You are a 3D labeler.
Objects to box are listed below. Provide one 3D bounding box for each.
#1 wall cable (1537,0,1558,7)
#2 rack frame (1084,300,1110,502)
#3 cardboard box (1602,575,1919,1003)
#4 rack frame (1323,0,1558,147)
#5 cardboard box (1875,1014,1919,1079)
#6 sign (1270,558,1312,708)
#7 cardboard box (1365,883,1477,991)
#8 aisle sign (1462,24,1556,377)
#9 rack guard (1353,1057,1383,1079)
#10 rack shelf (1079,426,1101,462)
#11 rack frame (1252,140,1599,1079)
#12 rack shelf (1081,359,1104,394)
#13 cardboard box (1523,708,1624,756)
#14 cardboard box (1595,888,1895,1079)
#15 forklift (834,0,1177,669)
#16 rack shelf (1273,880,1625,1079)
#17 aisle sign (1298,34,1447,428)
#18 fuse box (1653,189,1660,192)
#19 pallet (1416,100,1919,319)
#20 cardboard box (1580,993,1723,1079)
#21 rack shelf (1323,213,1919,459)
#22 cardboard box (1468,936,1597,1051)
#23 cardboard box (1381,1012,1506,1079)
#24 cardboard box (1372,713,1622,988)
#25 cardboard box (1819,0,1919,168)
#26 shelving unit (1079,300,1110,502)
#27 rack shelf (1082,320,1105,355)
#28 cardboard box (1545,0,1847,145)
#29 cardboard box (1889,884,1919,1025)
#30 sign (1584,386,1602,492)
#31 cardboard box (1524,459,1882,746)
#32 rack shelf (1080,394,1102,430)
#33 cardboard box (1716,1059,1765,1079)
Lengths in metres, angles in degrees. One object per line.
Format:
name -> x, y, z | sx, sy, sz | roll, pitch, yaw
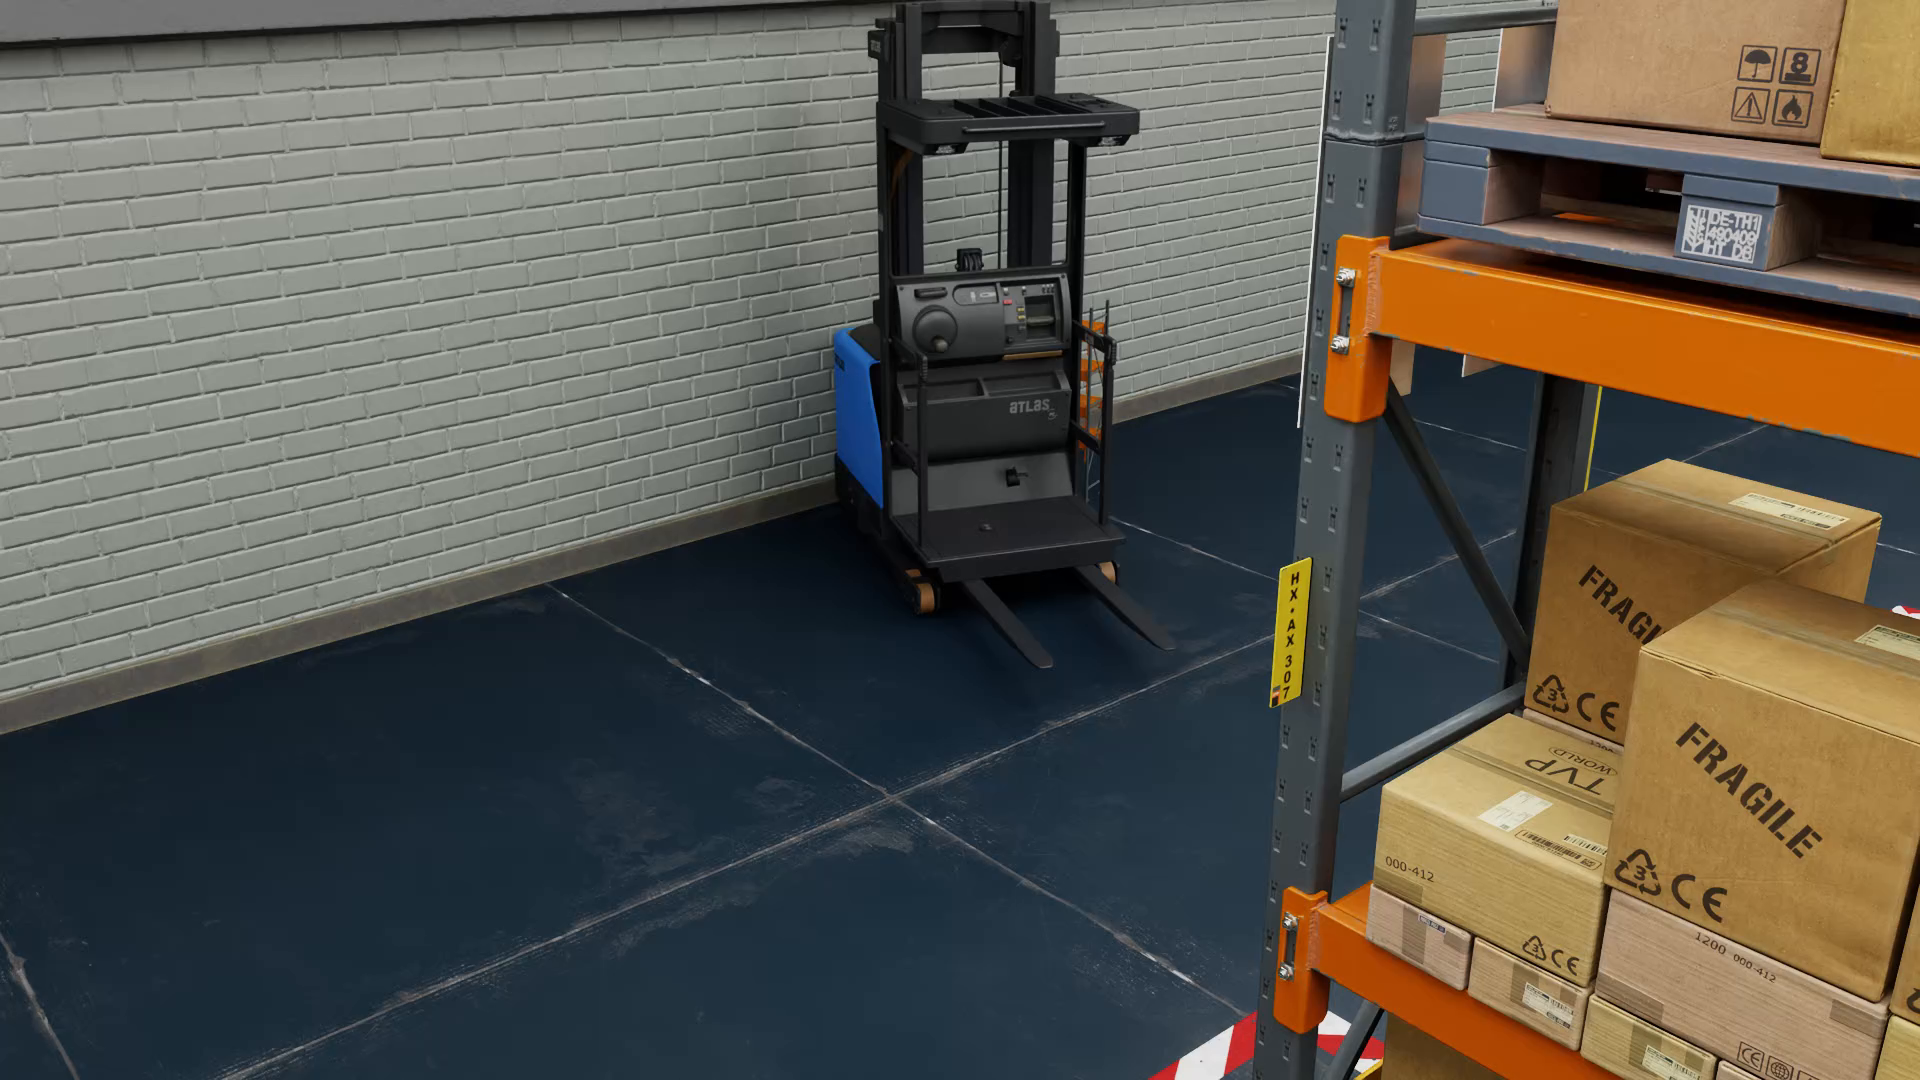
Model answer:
wall cable -> 4.942, -3.889, 13.865 | 0.585, 1.953, 0.123 | -17, 27, -37
rack frame -> 0.816, -0.821, 9.935 | 0.015, 1.200, 0.240 | 12, 24, 28
cardboard box -> 1.568, 0.427, 3.050 | 0.500, 0.500, 0.500 | -18, 28, -39
rack frame -> 1.133, -2.283, 2.975 | 1.000, 3.000, 0.127 | -17, 27, -37
cardboard box -> 1.911, 0.920, 2.820 | 0.500, 0.250, 0.500 | -19, 28, -39
sign -> 0.708, 0.200, 3.564 | 0.100, 0.325, 0.005 | -17, 27, -37
cardboard box -> 1.114, 0.804, 3.664 | 0.380, 0.149, 0.250 | -17, 27, -37
aisle sign -> 1.313, -0.792, 3.828 | 0.394, 0.787, 0.004 | -17, 27, -37
rack guard -> 1.117, 1.667, 4.542 | 1.175, 0.500, 0.348 | -17, 27, -37
rack shelf -> 0.605, -0.618, 10.146 | 0.480, 0.148, 0.258 | 12, 24, 28
rack frame -> 1.133, 0.510, 4.069 | 1.000, 3.000, 0.127 | -17, 27, -37
rack shelf -> 0.605, -1.011, 9.992 | 0.480, 0.148, 0.258 | 12, 24, 28
cardboard box -> 1.650, 0.512, 3.862 | 0.500, 0.250, 0.500 | -18, 28, -38
cardboard box -> 1.586, 0.780, 3.177 | 0.500, 0.250, 0.500 | -18, 28, -38
forklift -> 0.198, -1.147, 8.395 | 1.130, 2.935, 3.031 | -7, 22, -17
rack shelf -> 2.438, 1.397, 2.789 | 1.077, 0.370, 4.000 | -17, 27, -37
aisle sign -> 0.858, -0.649, 3.463 | 0.394, 0.787, 0.004 | -17, 27, -37
fuse box -> 6.628, -3.261, 15.464 | 0.539, 1.711, 0.414 | -17, 27, -37
pallet -> 1.625, -0.643, 3.021 | 1.003, 0.211, 1.213 | -17, 27, -37
cardboard box -> 1.450, 0.945, 3.303 | 0.380, 0.149, 0.250 | -18, 28, -39
rack shelf -> 2.438, 0.001, 2.242 | 1.077, 0.370, 4.000 | -17, 27, -37
cardboard box -> 1.283, 0.874, 3.484 | 0.380, 0.149, 0.250 | -18, 28, -38
cardboard box -> 1.611, 1.462, 3.977 | 0.875, 0.875, 0.875 | -17, 27, -37
cardboard box -> 1.241, 0.638, 3.539 | 0.500, 0.250, 0.500 | -18, 28, -39
cardboard box -> 1.789, -0.860, 2.604 | 0.700, 0.500, 0.500 | -19, 28, -39
shelving unit -> 0.605, -0.866, 10.049 | 0.503, 1.200, 0.258 | 12, 24, 28
rack shelf -> 0.605, -1.232, 9.906 | 0.480, 0.148, 0.258 | 12, 24, 28
cardboard box -> 1.513, -1.044, 3.075 | 0.700, 0.500, 0.500 | -20, 29, -41
cardboard box -> 1.911, 0.569, 2.688 | 0.500, 0.500, 0.500 | -18, 28, -39
sign -> 1.553, -0.265, 4.135 | 0.100, 0.325, 0.005 | -17, 27, -37
cardboard box -> 1.650, 0.164, 3.721 | 0.500, 0.500, 0.500 | -17, 27, -37
rack shelf -> 0.605, -0.803, 10.074 | 0.480, 0.148, 0.258 | 12, 24, 28
cardboard box -> 1.621, 1.017, 3.120 | 0.380, 0.149, 0.250 | -18, 28, -38
